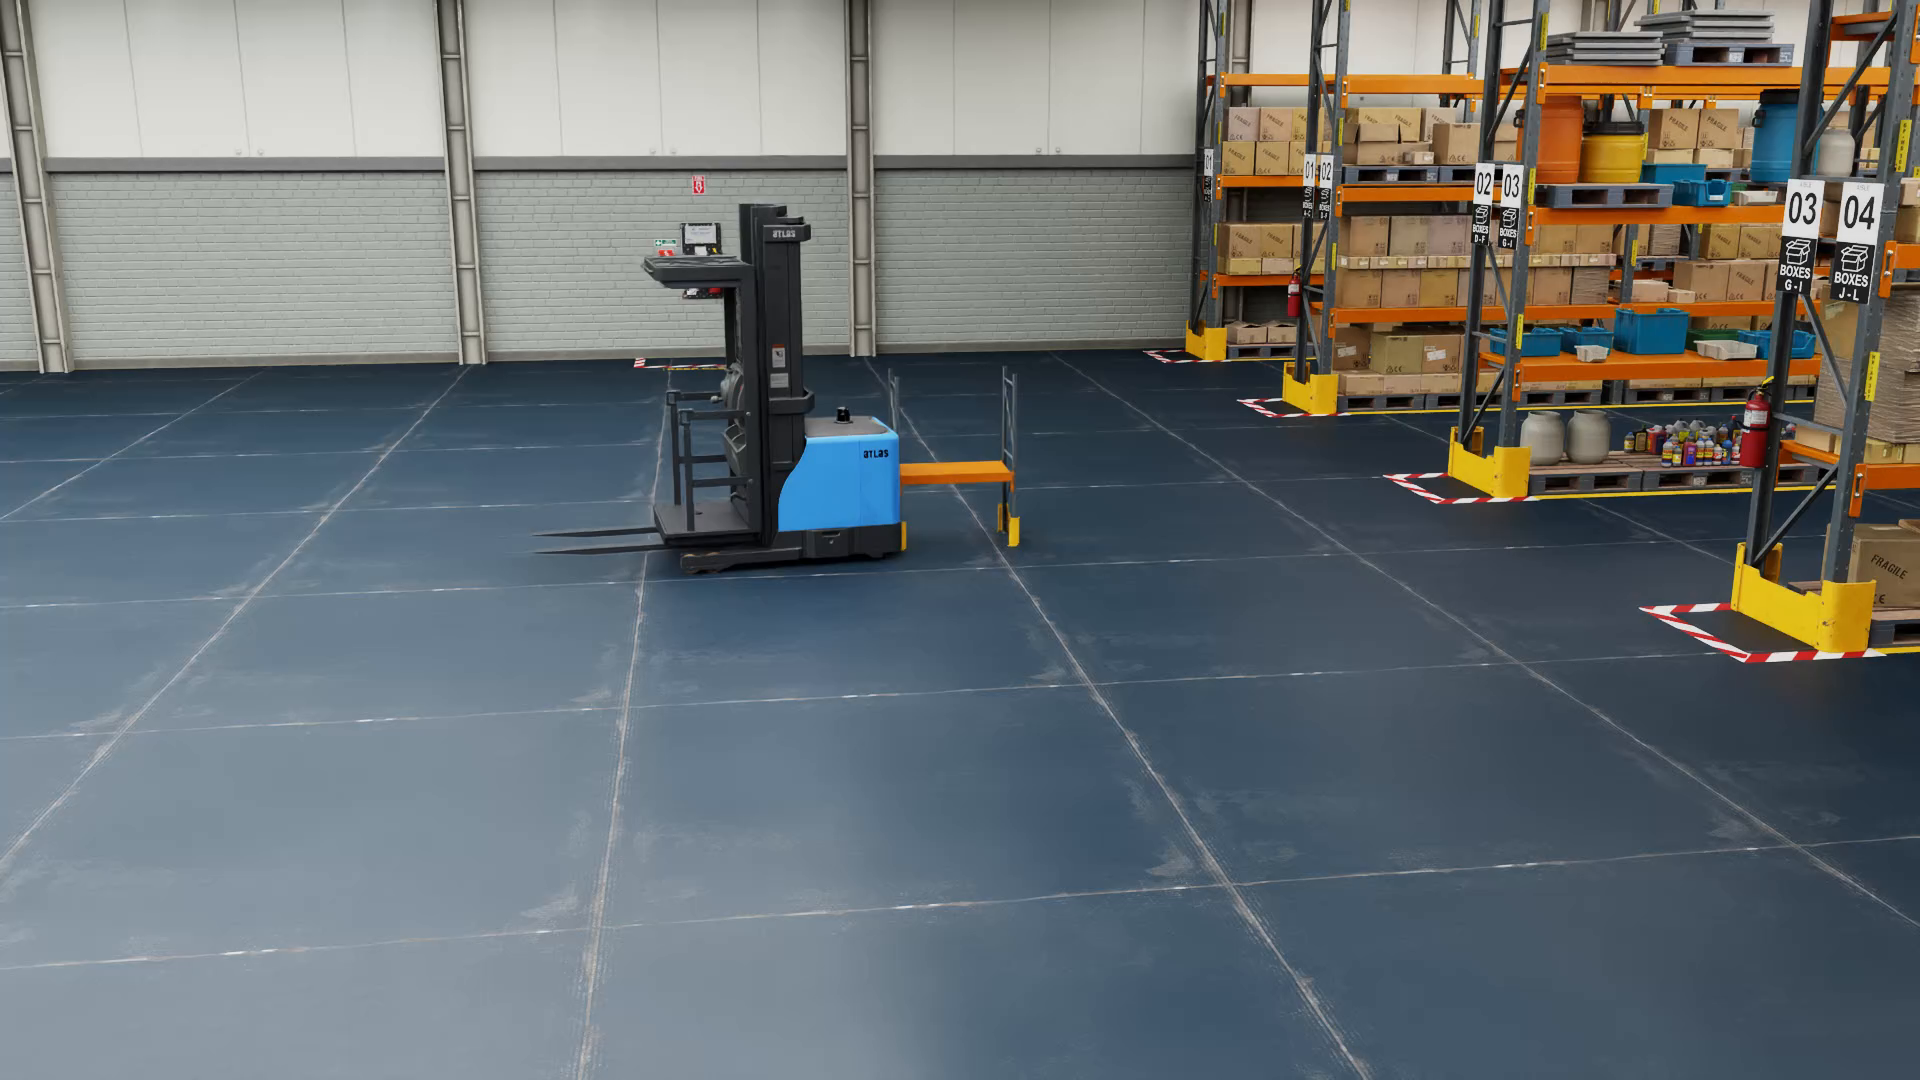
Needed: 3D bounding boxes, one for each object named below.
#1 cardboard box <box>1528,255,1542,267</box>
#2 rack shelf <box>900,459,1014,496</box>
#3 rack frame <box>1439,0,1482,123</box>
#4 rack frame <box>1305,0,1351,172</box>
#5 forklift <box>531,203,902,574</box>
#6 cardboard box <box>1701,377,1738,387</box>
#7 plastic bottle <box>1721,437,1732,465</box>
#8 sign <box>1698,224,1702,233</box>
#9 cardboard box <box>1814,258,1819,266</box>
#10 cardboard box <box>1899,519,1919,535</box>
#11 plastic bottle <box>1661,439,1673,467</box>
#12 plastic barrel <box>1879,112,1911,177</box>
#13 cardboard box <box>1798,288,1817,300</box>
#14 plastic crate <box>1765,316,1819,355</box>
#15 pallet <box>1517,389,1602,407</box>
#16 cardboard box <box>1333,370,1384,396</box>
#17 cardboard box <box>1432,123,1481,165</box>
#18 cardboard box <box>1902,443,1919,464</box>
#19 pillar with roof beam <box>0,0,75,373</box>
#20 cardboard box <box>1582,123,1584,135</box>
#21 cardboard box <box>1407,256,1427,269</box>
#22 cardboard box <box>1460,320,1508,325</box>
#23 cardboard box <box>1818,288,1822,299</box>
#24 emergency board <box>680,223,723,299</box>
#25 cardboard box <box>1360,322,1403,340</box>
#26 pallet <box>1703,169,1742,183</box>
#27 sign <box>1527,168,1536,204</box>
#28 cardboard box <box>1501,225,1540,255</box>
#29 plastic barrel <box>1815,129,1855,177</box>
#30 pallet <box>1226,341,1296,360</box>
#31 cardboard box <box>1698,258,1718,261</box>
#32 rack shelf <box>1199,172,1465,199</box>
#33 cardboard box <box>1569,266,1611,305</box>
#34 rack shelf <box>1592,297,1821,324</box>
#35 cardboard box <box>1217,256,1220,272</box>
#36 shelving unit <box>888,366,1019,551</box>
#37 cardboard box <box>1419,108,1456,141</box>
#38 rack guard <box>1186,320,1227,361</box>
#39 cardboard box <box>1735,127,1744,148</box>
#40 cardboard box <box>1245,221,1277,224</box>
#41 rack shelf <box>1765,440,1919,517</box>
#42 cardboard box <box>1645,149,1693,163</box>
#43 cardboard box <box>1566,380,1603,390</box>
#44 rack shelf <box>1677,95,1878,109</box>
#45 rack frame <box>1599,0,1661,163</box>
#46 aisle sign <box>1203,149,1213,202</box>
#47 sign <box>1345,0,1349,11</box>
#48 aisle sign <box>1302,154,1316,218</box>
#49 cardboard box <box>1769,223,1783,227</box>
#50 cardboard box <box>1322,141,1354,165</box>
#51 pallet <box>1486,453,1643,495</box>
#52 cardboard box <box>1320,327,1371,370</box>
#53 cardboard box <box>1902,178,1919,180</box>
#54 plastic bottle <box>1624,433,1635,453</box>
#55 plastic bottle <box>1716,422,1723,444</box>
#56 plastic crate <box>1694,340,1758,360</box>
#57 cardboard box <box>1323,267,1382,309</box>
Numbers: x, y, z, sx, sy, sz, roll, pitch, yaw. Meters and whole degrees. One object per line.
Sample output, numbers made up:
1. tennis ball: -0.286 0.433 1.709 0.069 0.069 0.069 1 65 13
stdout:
1. cardboard box: 7.275 -3.602 21.380 0.250 0.149 0.380 -2 14 -9
2. rack shelf: -0.068 -0.552 14.577 1.000 0.185 0.538 -2 14 -9
3. rack frame: 7.777 -7.438 25.882 0.127 3.000 1.000 -2 14 -8
4. rack frame: 4.563 -6.102 20.553 0.127 3.000 1.000 -2 14 -8
5. forklift: -2.070 -1.283 13.811 3.031 2.935 1.130 -4 15 -15
6. cardboard box: 9.971 -2.199 22.115 0.500 0.250 0.500 -3 14 -10
7. plastic bottle: 7.775 -0.904 16.866 0.097 0.271 0.097 0 14 0
8. sign: 11.822 -5.066 26.539 0.005 0.325 0.100 -2 14 -8
9. cardboard box: 13.868 -4.583 27.306 0.250 0.149 0.380 -2 14 -7
10. cardboard box: 7.241 0.151 12.227 0.500 0.500 0.500 2 14 6
11. plastic bottle: 7.136 -0.881 16.773 0.097 0.271 0.097 0 14 0
12. plastic barrel: 9.723 -3.914 16.965 0.708 0.901 0.600 -2 14 -8
13. cardboard box: 11.221 -3.300 22.231 0.250 0.149 0.380 -1 14 -4
14. plastic crate: 8.716 -2.127 17.163 0.504 0.338 0.767 -2 14 -8
15. pallet: 7.726 -1.966 22.125 1.213 0.211 1.003 -2 14 -8
16. cardboard box: 5.126 -2.028 21.430 0.500 0.250 0.500 -2 14 -8
17. cardboard box: 6.246 -4.961 20.815 0.500 0.500 0.500 -2 14 -8
18. cardboard box: 6.602 -0.644 11.641 0.250 0.149 0.380 -2 14 -8
19. pillar with roof beam: -12.773 -5.839 19.504 0.400 9.000 9.100 -2 14 -8
20. cardboard box: 7.981 -5.157 21.596 0.500 0.500 0.500 -1 14 -4
21. cardboard box: 5.740 -3.545 21.152 0.250 0.149 0.380 -2 14 -9
22. cardboard box: 8.502 -3.560 26.984 0.500 0.500 0.700 -2 14 -6
23. cardboard box: 11.625 -3.261 22.074 0.250 0.149 0.380 -2 14 -8
24. emergency board: -3.998 -4.319 25.777 0.643 1.169 0.194 -2 14 -8
25. cardboard box: 6.756 -3.482 26.674 0.500 0.500 0.500 -3 14 -13
26. pallet: 9.389 -4.734 21.659 1.217 0.209 0.805 -3 14 -11
27. sign: 5.375 -3.327 15.637 0.005 0.325 0.100 -2 14 -8
28. cardboard box: 7.086 -3.960 21.475 0.500 0.500 0.700 -2 14 -8
29. plastic barrel: 8.797 -3.890 16.806 0.421 0.512 0.421 0 14 0
30. pallet: 4.705 -3.054 26.467 1.213 0.211 1.003 -2 14 -8
31. cardboard box: 12.092 -4.517 27.043 0.250 0.149 0.380 -2 14 -9
32. rack shelf: 5.799 -5.562 26.045 4.000 0.370 1.077 -2 14 -8
33. cardboard box: 8.080 -3.368 21.778 0.500 0.500 0.700 -2 14 -10
34. rack shelf: 10.496 -3.060 22.237 4.000 0.370 1.077 -2 14 -8
35. cardboard box: 4.255 -4.384 26.303 0.500 0.250 0.500 -2 14 -7
36. shelving unit: -0.059 -0.726 14.535 1.083 1.500 0.587 -2 14 -9
37. cardboard box: 7.322 -6.443 25.778 0.500 0.500 0.500 -3 14 -13
38. rack guard: 3.896 -3.174 26.349 0.348 0.500 1.175 -2 14 -8
39. cardboard box: 12.194 -6.421 26.883 0.500 0.500 0.700 -3 14 -13
40. cardboard box: 4.755 -4.768 26.293 0.500 0.500 0.500 -2 14 -8
41. rack shelf: 8.013 -0.532 12.157 4.000 0.370 1.077 -2 14 -8
42. cardboard box: 9.129 -4.943 21.543 0.500 0.250 0.500 -1 14 -2
43. cardboard box: 8.092 -2.137 21.868 0.500 0.250 0.500 -2 14 -8
44. rack shelf: 13.710 -7.113 26.885 4.000 0.370 1.077 -2 14 -8
45. rack frame: 8.518 -6.247 21.131 0.127 3.000 1.000 -2 14 -8
46. aisle sign: 3.795 -5.569 25.419 0.004 0.787 0.394 -2 14 -8
47. sign: 4.639 -6.498 19.887 0.005 0.325 0.100 -2 14 -8
48. aisle sign: 4.454 -4.521 21.239 0.004 0.787 0.394 -2 14 -8
49. cardboard box: 13.244 -5.233 27.020 0.500 0.250 0.500 -2 14 -8
50. cardboard box: 5.765 -5.904 25.683 0.500 0.500 0.500 -1 14 -5
51. pallet: 6.169 -0.690 17.039 1.213 0.211 1.003 -2 14 -8
52. cardboard box: 5.049 -2.517 21.838 0.500 0.500 0.500 -2 14 -8
53. cardboard box: 6.792 -2.487 11.795 0.250 0.149 0.380 -3 14 -11
54. plastic bottle: 7.048 -1.028 17.504 0.097 0.201 0.097 0 14 0
55. plastic bottle: 8.036 -1.109 17.656 0.133 0.283 0.061 -1 14 -6
56. plastic crate: 7.685 -1.898 16.664 0.437 0.136 0.530 -2 14 -8
57. cardboard box: 5.026 -3.254 21.326 0.500 0.500 0.700 -2 14 -8
